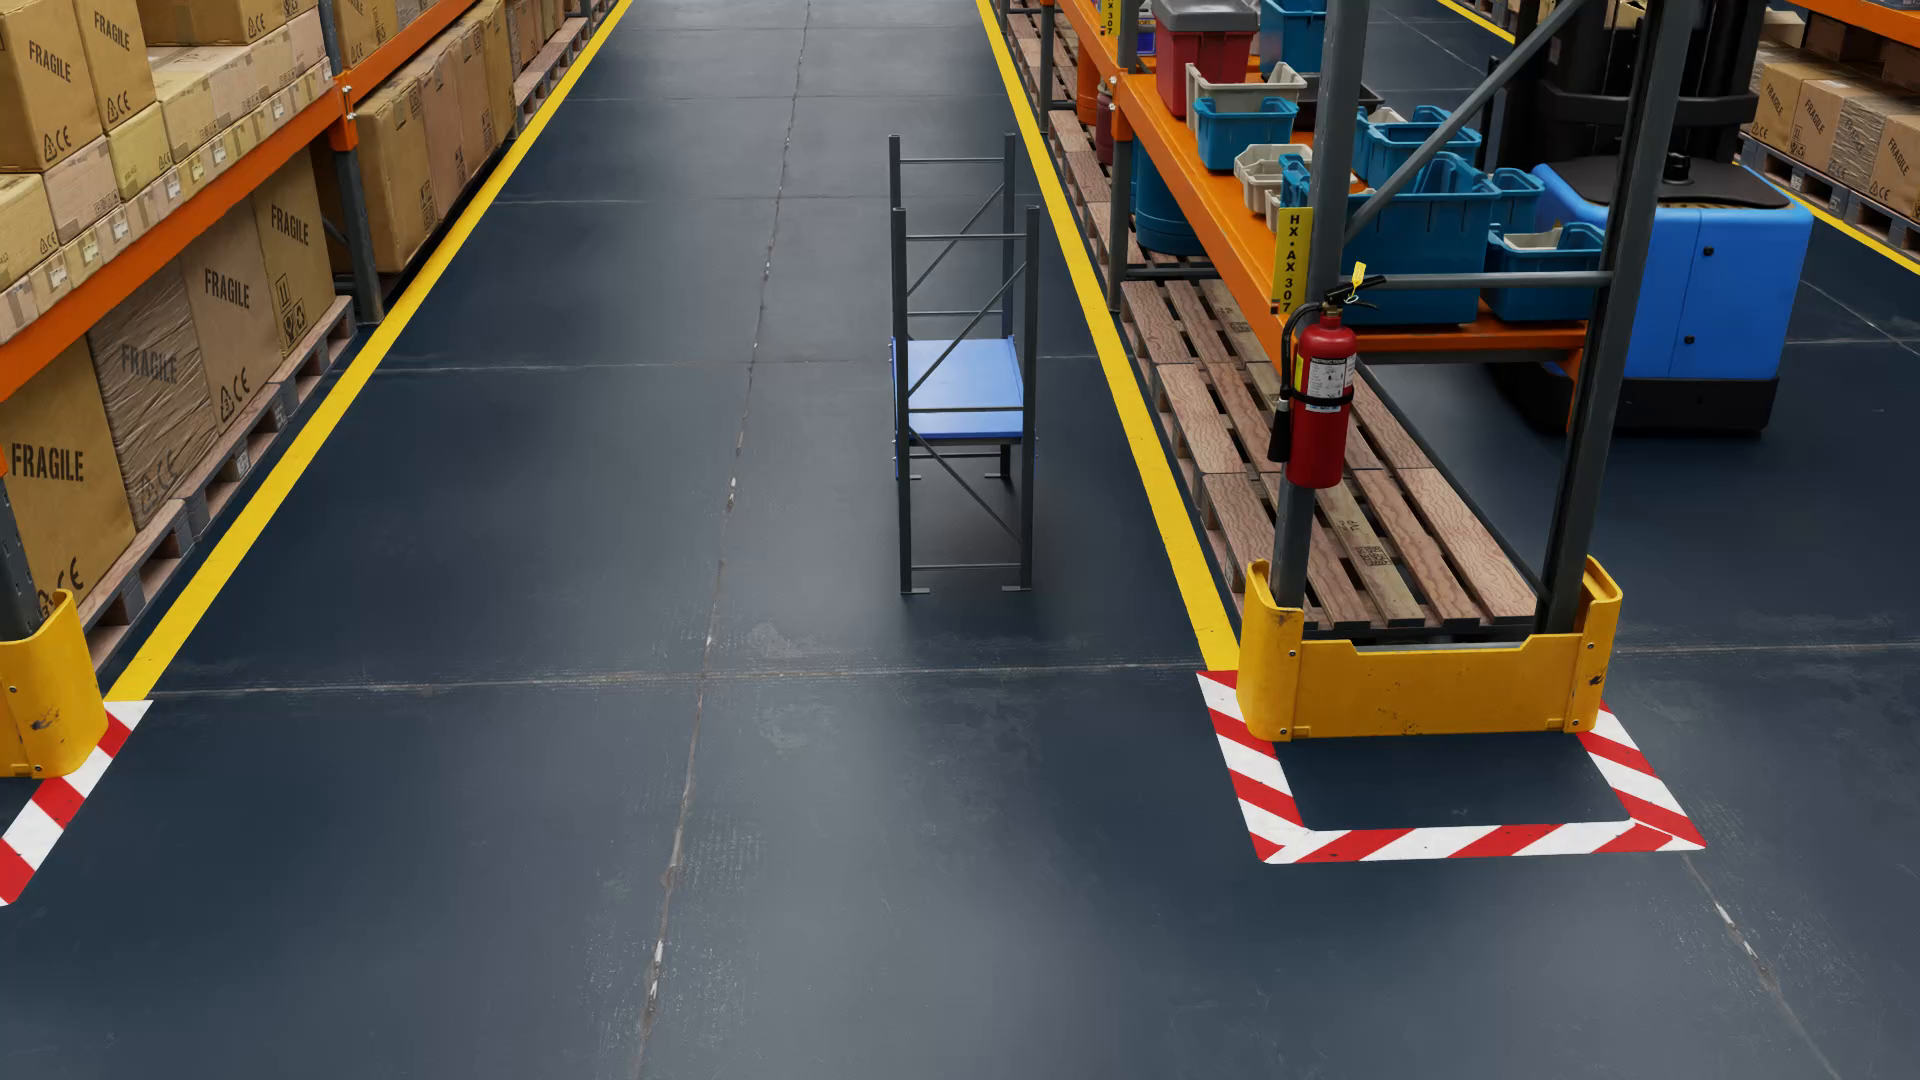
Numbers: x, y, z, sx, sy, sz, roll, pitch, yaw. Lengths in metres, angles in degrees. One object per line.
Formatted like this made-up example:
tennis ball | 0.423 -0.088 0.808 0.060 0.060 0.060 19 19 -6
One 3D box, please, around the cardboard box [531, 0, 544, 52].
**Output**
cardboard box | -4.001 -4.514 14.388 0.700 0.500 0.500 -4 28 -7

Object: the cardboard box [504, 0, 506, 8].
cardboard box | -3.941 -4.316 13.197 0.500 0.250 0.500 2 28 3

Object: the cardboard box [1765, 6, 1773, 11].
cardboard box | 6.284 -4.288 13.640 0.500 0.311 0.500 -2 28 -4

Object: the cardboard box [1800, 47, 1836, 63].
cardboard box | 6.338 -3.241 11.948 0.500 0.500 0.500 0 28 -1

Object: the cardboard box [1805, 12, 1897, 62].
cardboard box | 6.345 -3.548 11.725 0.500 0.250 0.500 0 28 -1

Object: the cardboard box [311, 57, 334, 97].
cardboard box | -3.287 -2.252 8.095 0.380 0.149 0.250 -1 28 -2

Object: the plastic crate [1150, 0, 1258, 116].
plastic crate | 1.113 -2.252 7.690 0.402 0.464 0.583 -1 28 -3

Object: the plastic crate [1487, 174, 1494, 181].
plastic crate | 1.872 -1.263 6.149 0.250 0.136 0.298 -1 28 -3

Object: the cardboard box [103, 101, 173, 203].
cardboard box | -3.233 -1.414 6.058 0.500 0.250 0.500 -2 28 -4

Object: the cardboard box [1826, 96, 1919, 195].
cardboard box | 5.908 -2.501 10.529 0.500 0.500 0.500 -1 28 -2

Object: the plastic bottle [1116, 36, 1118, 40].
plastic bottle | 0.954 -2.903 9.207 0.152 0.276 0.135 -1 28 -3

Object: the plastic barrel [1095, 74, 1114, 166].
plastic barrel | 1.209 -2.833 11.091 0.600 0.588 0.708 -1 28 -3

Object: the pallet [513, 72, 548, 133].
pallet | -3.878 -3.468 13.170 1.003 0.211 1.213 -1 28 -3

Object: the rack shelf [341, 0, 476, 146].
rack shelf | -3.734 -3.101 10.229 1.077 0.370 4.000 -1 28 -3

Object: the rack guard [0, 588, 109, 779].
rack guard | -3.420 0.471 5.307 1.175 0.500 0.348 -1 28 -3

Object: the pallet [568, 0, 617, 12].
pallet | -4.185 -5.828 17.696 1.003 0.211 1.213 -1 28 -3

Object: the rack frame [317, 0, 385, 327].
rack frame | -3.630 -2.496 8.292 1.000 3.000 0.127 -1 28 -3

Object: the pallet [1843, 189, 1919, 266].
pallet | 6.183 -1.872 10.110 1.003 0.211 1.213 -1 28 -3

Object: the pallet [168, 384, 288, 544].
pallet | -3.601 -0.342 7.177 1.003 0.211 1.213 -1 28 -3

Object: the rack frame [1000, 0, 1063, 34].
rack frame | 0.899 -6.310 15.605 1.000 3.000 0.127 -1 28 -3

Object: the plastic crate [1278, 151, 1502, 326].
plastic crate | 1.321 -0.961 5.245 0.616 0.435 0.499 -1 28 -3

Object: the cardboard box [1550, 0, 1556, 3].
cardboard box | 5.667 -4.976 14.961 0.500 0.311 0.500 -2 28 -4

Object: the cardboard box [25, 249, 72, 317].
cardboard box | -3.125 -0.828 5.365 0.380 0.149 0.250 -2 28 -3

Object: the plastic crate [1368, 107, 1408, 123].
plastic crate | 1.708 -1.728 7.040 0.293 0.136 0.466 -1 28 -3

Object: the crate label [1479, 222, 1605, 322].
crate label | 1.841 -0.843 5.238 0.416 0.233 0.303 -1 28 -3

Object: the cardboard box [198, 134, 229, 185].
cardboard box | -3.207 -1.541 6.732 0.380 0.149 0.250 -1 28 -2

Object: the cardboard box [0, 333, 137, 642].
cardboard box | -3.534 -0.186 5.707 0.875 0.875 0.875 -1 28 -3

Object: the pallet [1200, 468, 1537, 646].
pallet | 1.521 0.086 6.356 1.003 0.211 1.213 -1 28 -3

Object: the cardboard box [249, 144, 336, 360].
cardboard box | -3.675 -1.433 8.098 0.875 0.875 0.875 -1 28 -3

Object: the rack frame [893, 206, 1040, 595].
rack frame | 0.022 -0.470 6.029 0.500 1.500 0.032 -1 28 -3

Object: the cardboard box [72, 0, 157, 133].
cardboard box | -3.236 -1.745 5.881 0.500 0.500 0.500 -2 28 -4

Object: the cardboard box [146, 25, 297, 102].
cardboard box | -3.315 -2.125 7.421 0.500 0.250 0.500 -1 28 -1

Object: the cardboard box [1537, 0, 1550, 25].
cardboard box | 5.644 -4.967 15.548 0.500 0.250 0.500 -1 28 -1

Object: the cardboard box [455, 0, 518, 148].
cardboard box | -3.823 -3.268 11.616 1.225 0.875 0.875 -3 28 -5

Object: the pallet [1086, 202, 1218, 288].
pallet | 1.318 -1.736 9.851 1.003 0.211 1.213 -1 28 -3

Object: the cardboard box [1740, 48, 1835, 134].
cardboard box | 5.826 -3.209 11.886 0.500 0.500 0.500 -2 28 -5

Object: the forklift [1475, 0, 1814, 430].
forklift | 3.242 -2.444 8.266 1.130 2.935 3.031 1 28 2

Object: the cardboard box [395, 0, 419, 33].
cardboard box | -3.457 -3.222 9.576 0.500 0.500 0.500 -2 28 -4

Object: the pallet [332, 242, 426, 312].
pallet | -3.745 -1.614 9.616 1.003 0.211 1.213 -1 28 -3

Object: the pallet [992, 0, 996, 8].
pallet | 0.839 -5.950 17.929 1.003 0.211 1.213 -1 28 -3

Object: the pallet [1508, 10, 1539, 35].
pallet | 5.923 -4.852 15.825 1.003 0.211 1.213 -1 28 -3

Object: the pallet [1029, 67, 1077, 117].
pallet | 1.106 -3.585 13.395 1.003 0.211 1.213 -1 28 -3

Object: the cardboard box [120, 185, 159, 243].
cardboard box | -3.165 -1.184 6.047 0.380 0.149 0.250 -2 28 -4

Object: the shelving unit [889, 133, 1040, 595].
shelving unit | -0.004 -0.704 6.479 0.538 1.500 1.048 -1 28 -3

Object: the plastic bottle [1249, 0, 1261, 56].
plastic bottle | 1.620 -2.783 8.895 0.144 0.351 0.185 -1 28 -3

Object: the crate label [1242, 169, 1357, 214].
crate label | 1.262 -1.312 6.243 0.396 0.136 0.243 -1 28 -3

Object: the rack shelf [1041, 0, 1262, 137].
rack shelf | 1.212 -3.220 10.458 1.077 0.370 4.000 -1 28 -3

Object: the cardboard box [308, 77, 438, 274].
cardboard box | -3.683 -2.035 9.252 1.225 0.875 0.875 -1 28 -2

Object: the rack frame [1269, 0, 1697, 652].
rack frame | 1.525 -0.768 4.979 1.000 3.000 0.127 -1 28 -3

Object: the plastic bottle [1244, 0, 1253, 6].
plastic bottle | 1.654 -2.952 9.301 0.152 0.276 0.135 -1 28 -3

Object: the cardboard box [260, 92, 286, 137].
cardboard box | -3.246 -1.895 7.412 0.380 0.149 0.250 -1 28 -2
